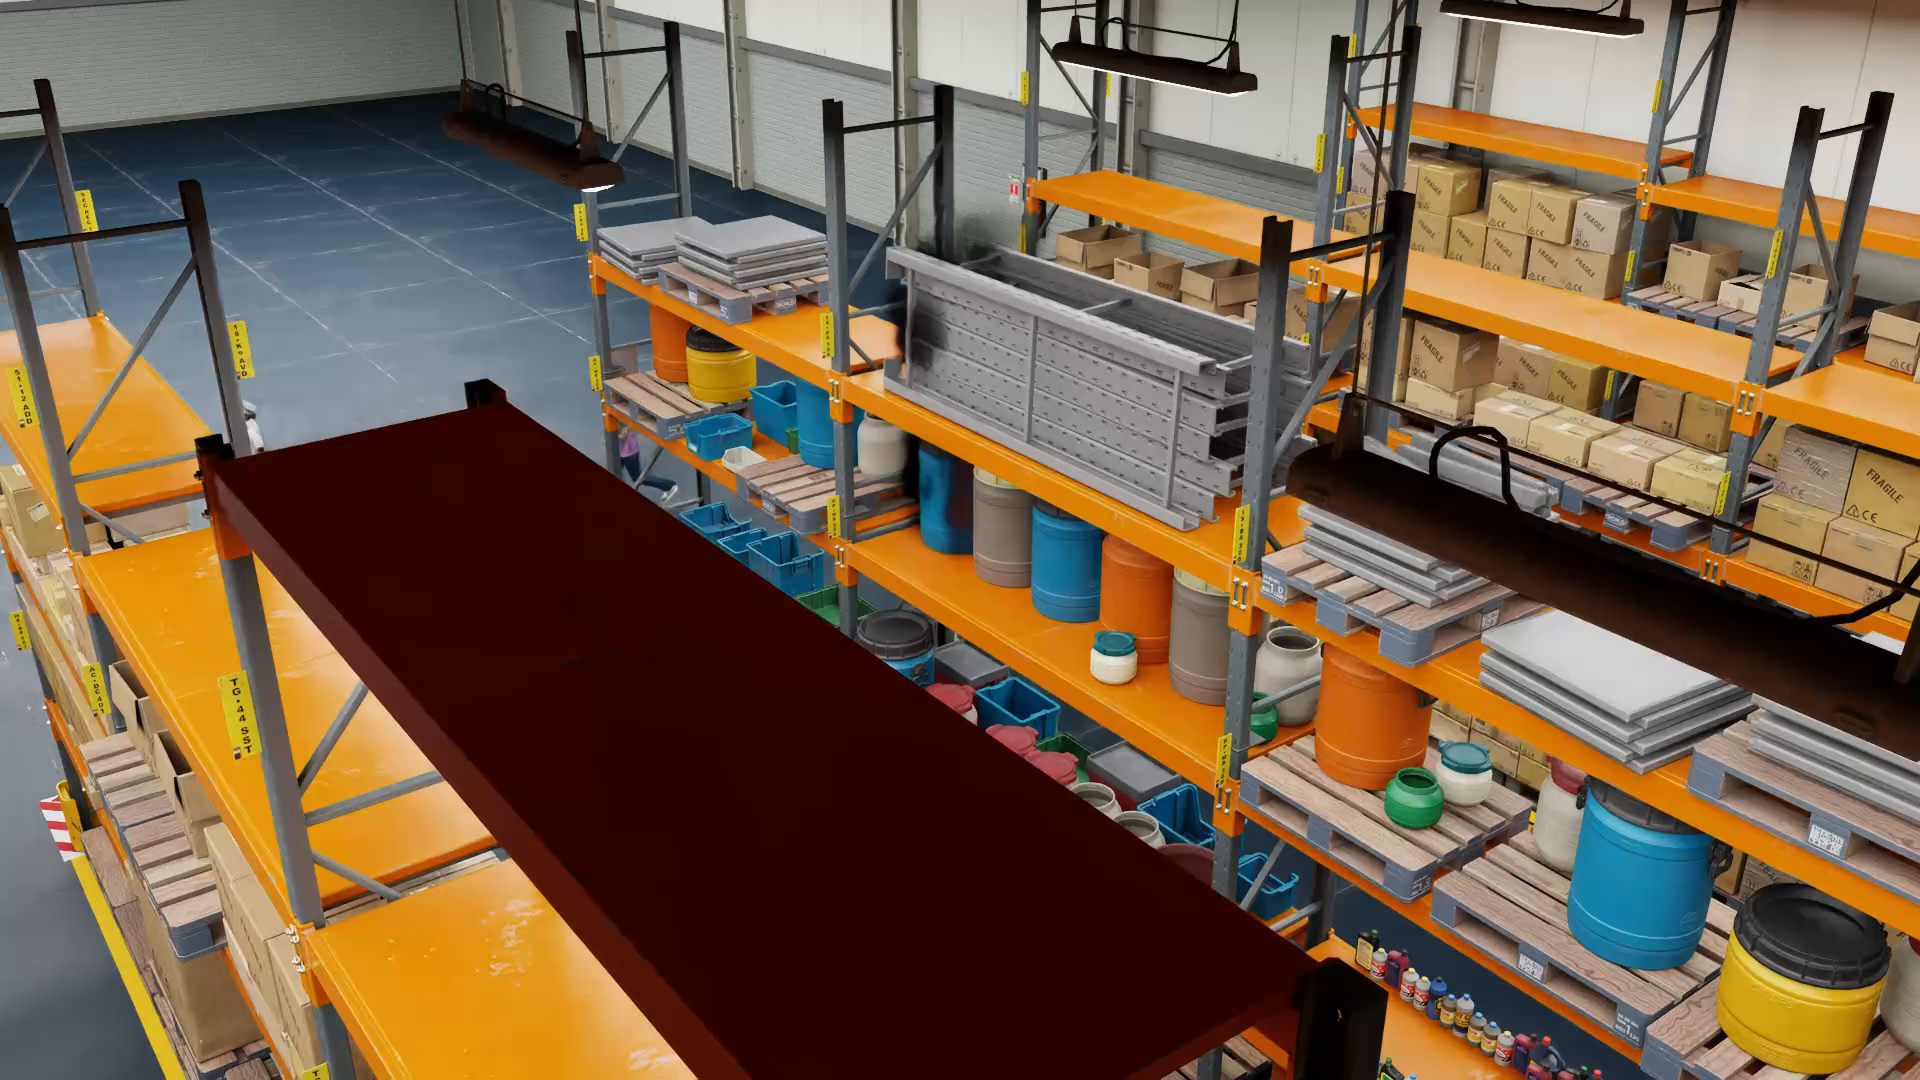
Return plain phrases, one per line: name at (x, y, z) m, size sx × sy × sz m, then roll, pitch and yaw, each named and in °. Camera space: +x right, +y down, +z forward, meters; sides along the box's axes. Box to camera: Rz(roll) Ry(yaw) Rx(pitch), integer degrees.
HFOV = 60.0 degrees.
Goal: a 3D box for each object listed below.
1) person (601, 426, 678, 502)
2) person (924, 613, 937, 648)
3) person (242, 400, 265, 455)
person at (-3.827, -1.007, 19.284) m, size 1.032 × 1.600 × 0.506 m, roll -7°, pitch 26°, yaw -14°
person at (-0.214, 0.442, 15.324) m, size 0.660 × 1.886 × 0.621 m, roll -18°, pitch 30°, yaw -34°
person at (-8.028, -0.780, 18.671) m, size 0.576 × 1.672 × 0.562 m, roll -6°, pitch 26°, yaw -14°
